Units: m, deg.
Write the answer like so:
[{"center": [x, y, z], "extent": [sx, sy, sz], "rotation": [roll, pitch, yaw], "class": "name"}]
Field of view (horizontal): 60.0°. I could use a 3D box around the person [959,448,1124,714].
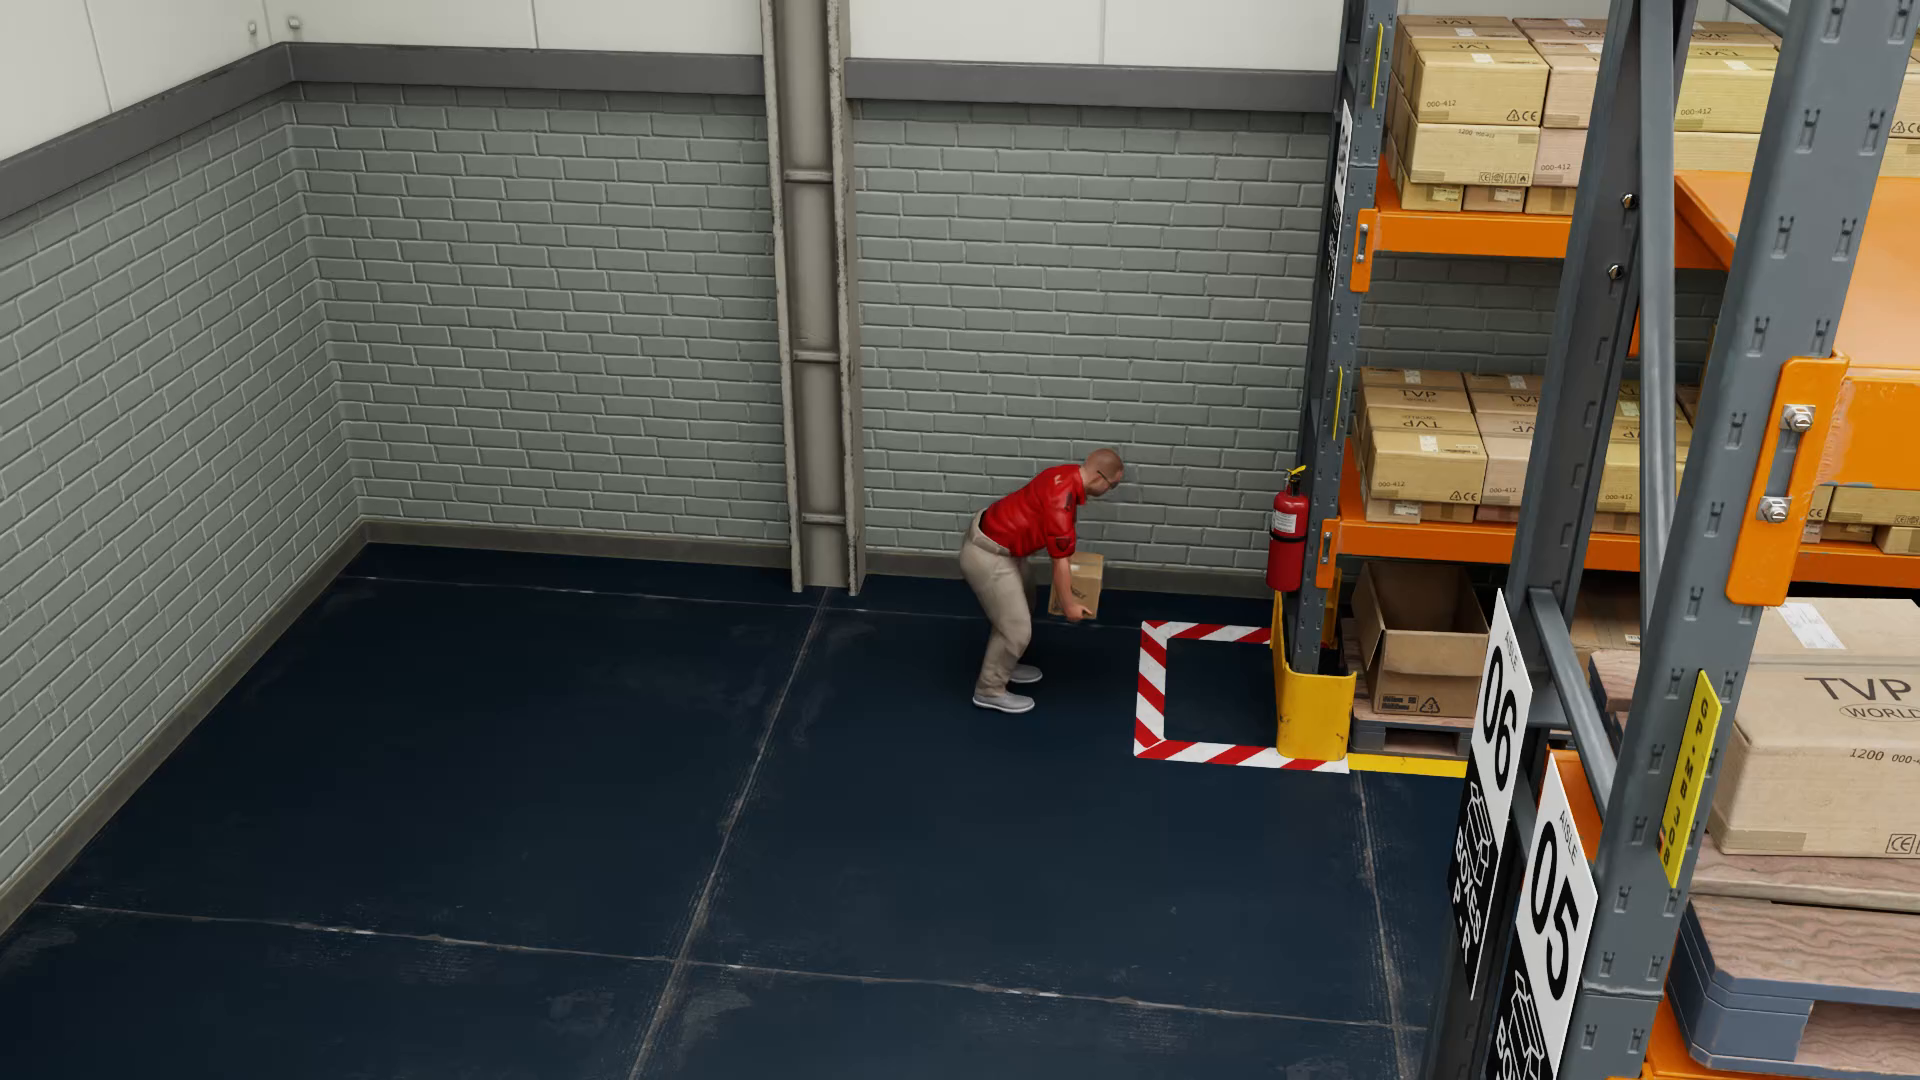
[{"center": [0.409, 0.188, 8.595], "extent": [0.816, 1.446, 0.488], "rotation": [3, 28, 5], "class": "person"}]
